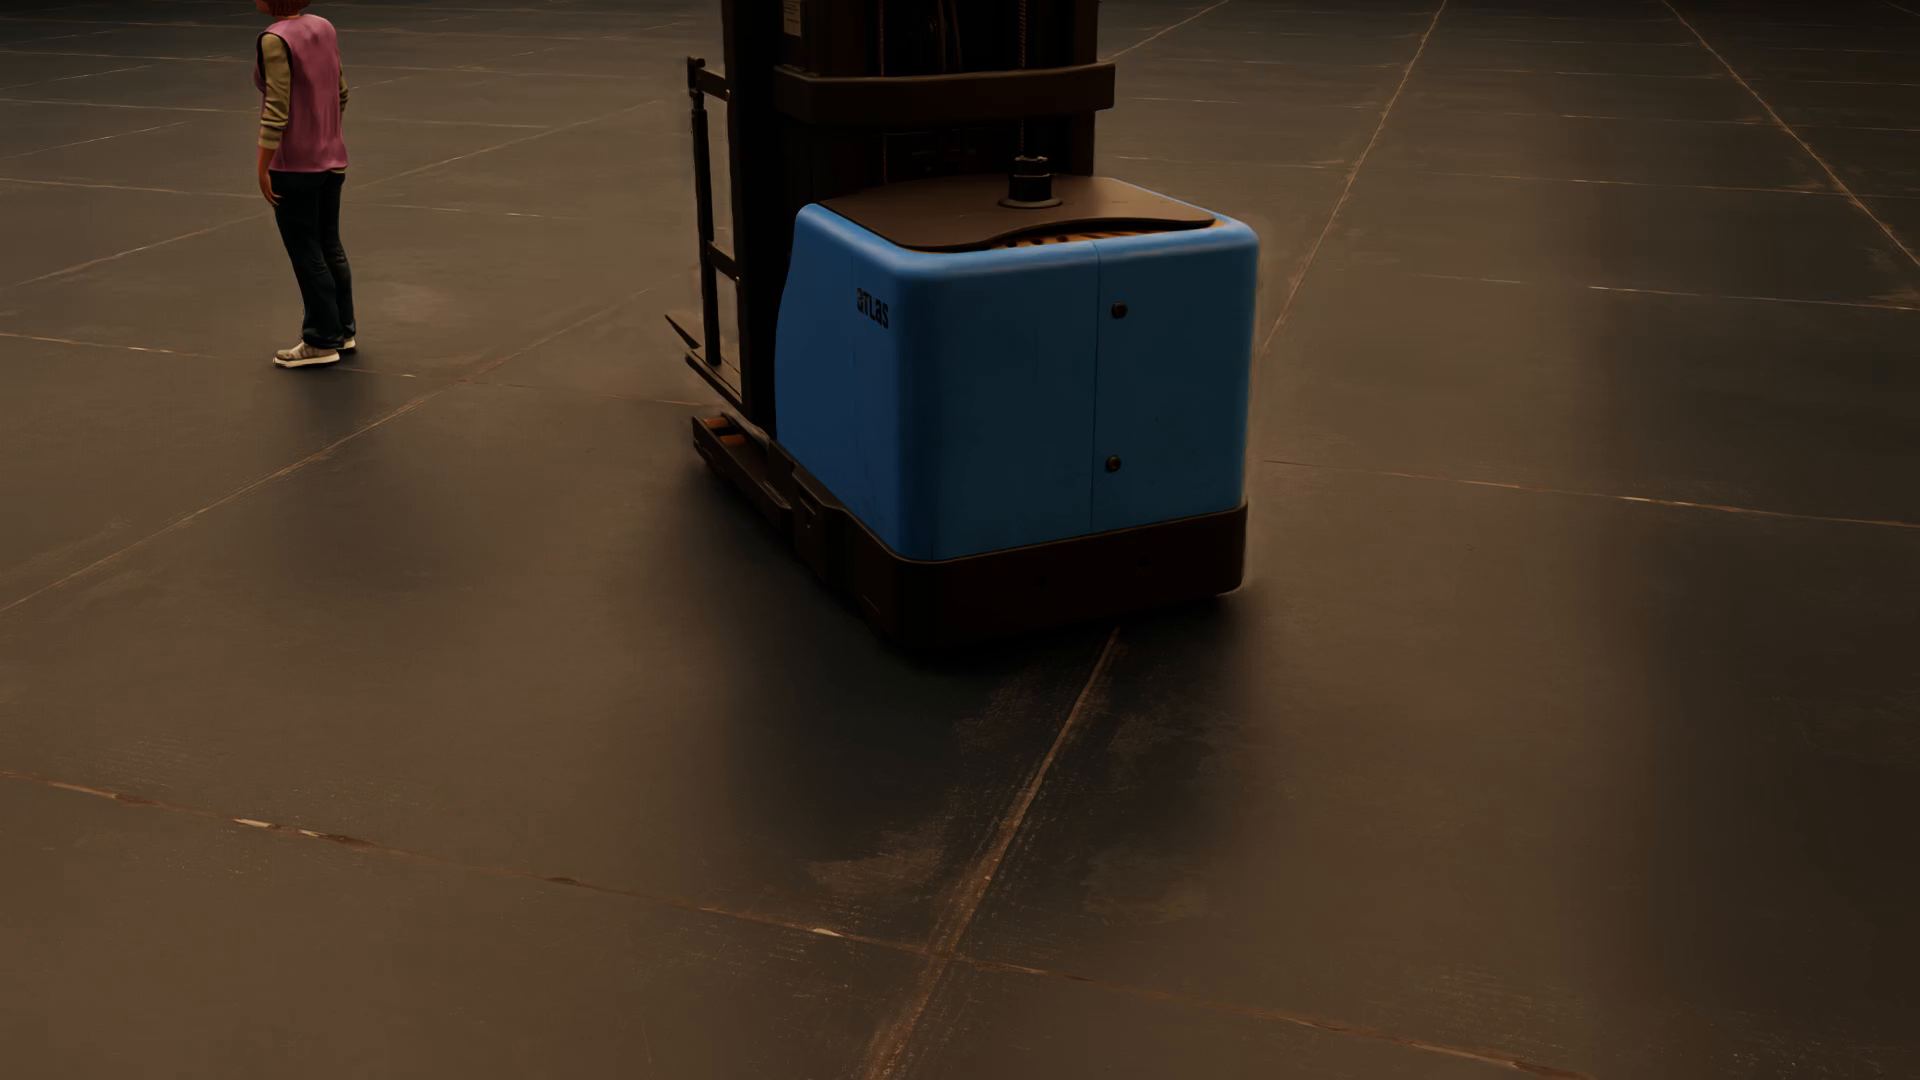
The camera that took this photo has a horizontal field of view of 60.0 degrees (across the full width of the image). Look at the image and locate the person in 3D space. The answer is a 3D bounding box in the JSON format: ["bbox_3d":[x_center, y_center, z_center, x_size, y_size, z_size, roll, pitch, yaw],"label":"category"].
[{"bbox_3d":[-2.661,-1.482,6.617,0.444,1.608,0.499,6,23,14],"label":"person"}]

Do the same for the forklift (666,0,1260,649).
[{"bbox_3d":[-0.272,-1.604,5.166,1.130,2.935,3.031,-10,24,-22],"label":"forklift"}]
